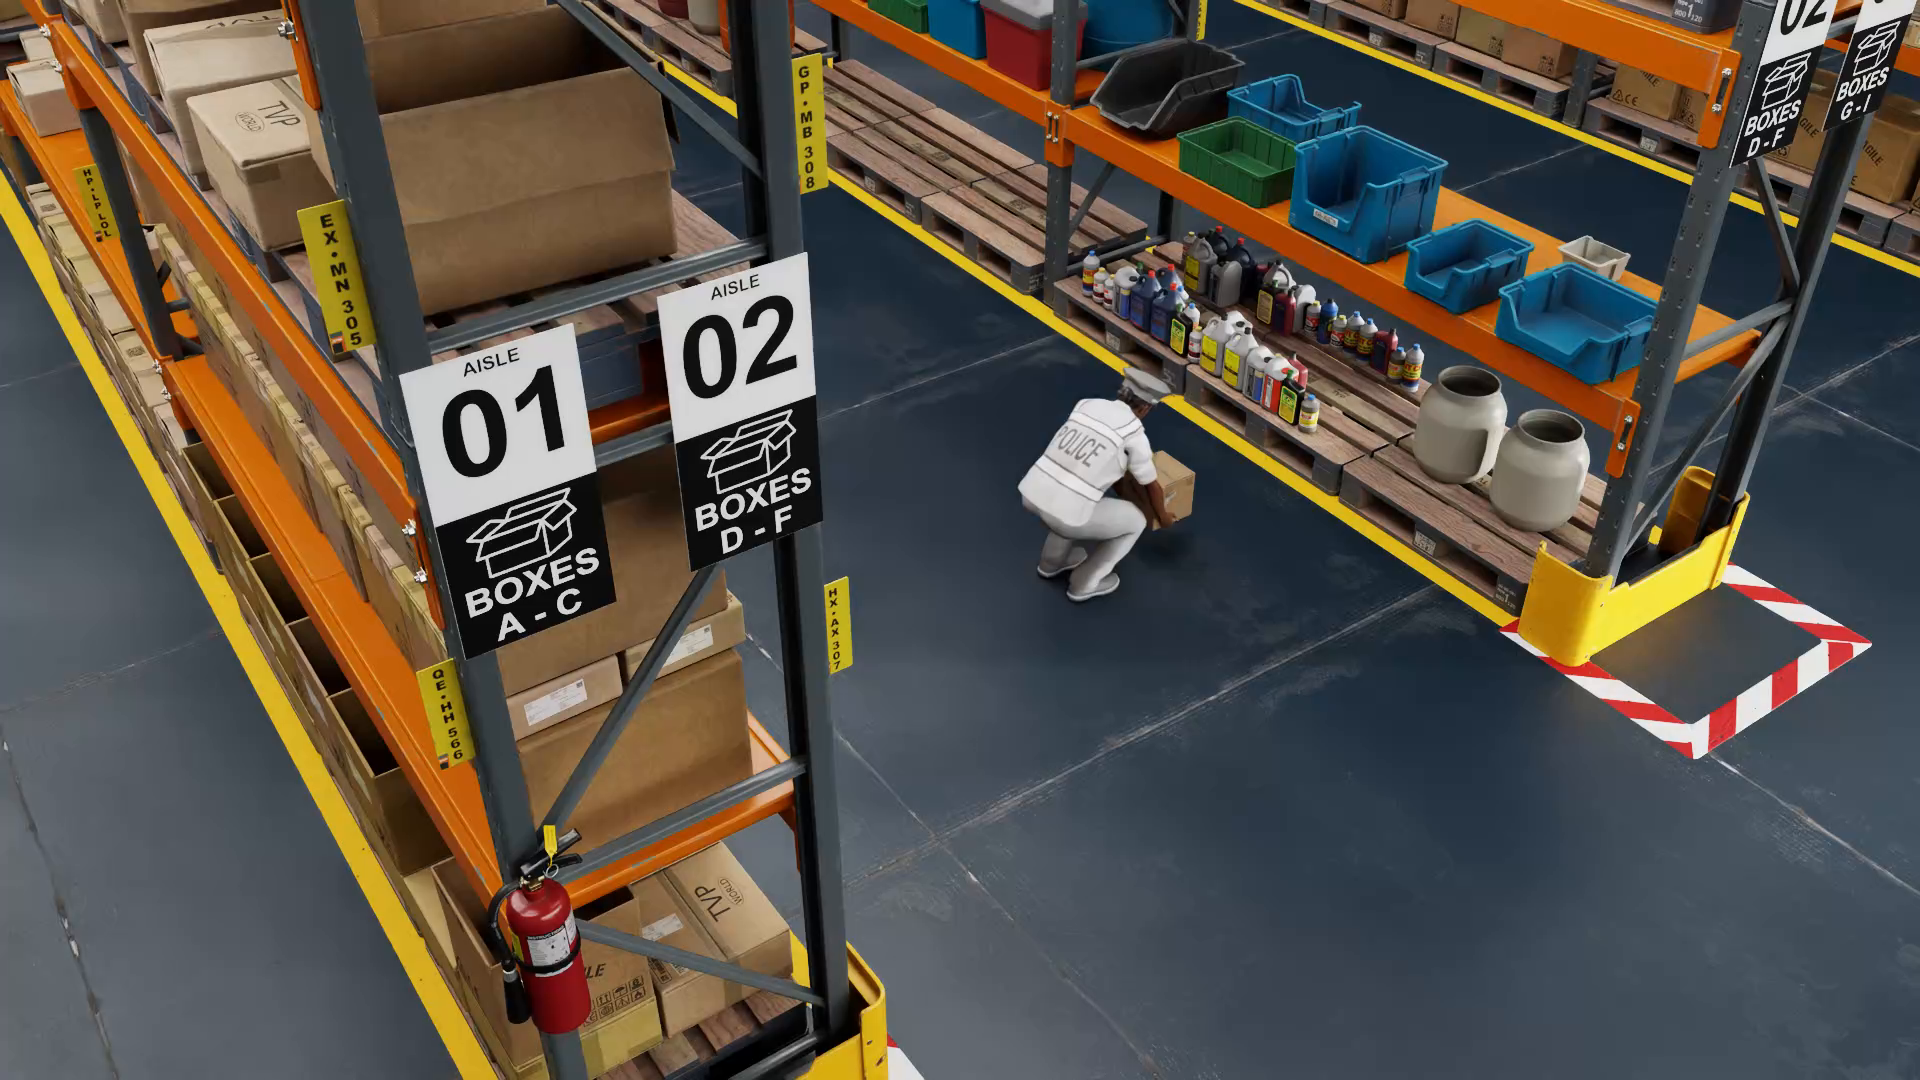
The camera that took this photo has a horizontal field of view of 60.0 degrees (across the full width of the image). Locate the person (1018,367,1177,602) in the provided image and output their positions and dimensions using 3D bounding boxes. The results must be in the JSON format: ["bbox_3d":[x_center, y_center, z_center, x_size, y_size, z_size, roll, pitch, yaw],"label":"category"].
[{"bbox_3d":[0.652,-0.269,7.909,0.833,1.019,0.487,-23,42,-28],"label":"person"}]
